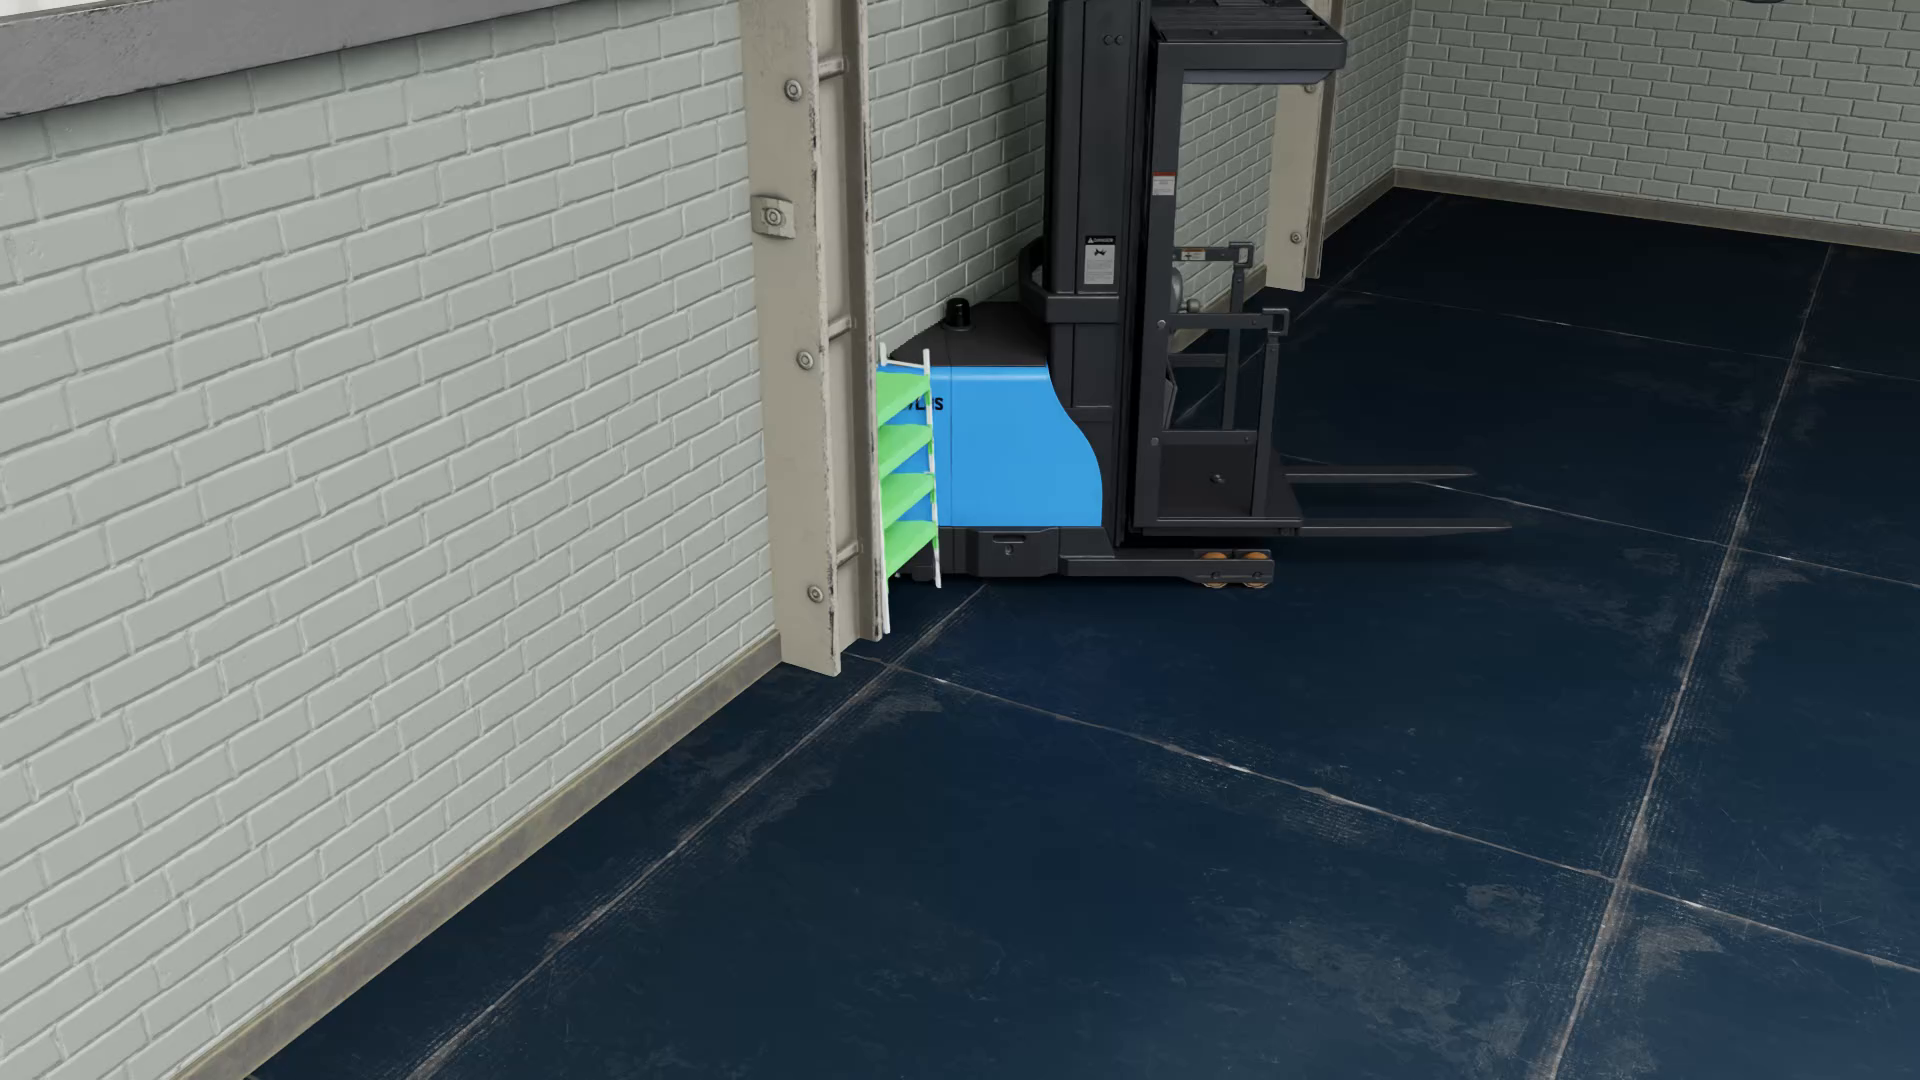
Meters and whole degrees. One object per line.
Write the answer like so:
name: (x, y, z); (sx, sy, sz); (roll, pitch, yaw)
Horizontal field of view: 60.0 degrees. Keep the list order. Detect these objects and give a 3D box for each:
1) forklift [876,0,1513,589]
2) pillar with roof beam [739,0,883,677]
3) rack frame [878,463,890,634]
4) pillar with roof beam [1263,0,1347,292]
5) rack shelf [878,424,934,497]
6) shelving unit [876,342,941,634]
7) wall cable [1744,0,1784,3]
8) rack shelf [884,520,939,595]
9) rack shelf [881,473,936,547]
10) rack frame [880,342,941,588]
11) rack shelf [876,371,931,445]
forklift: (1.107, -1.323, 7.619); (3.031, 2.935, 1.130); (0, 27, 0)
pillar with roof beam: (3.176, -2.604, 3.398); (9.100, 9.000, 0.400); (14, 30, 26)
rack frame: (-0.445, -0.114, 7.210); (0.240, 1.200, 0.015); (11, 30, 25)
pillar with roof beam: (6.128, -4.942, 8.070); (9.100, 9.000, 0.400); (14, 30, 26)
rack shelf: (-0.341, -0.373, 7.320); (0.258, 0.148, 0.480); (11, 30, 25)
shelving unit: (-0.334, -0.217, 7.401); (0.258, 1.200, 0.503); (11, 30, 25)
wall cable: (4.980, -5.358, 12.370); (3.097, 2.526, 0.112); (14, 30, 26)
rack shelf: (-0.322, 0.053, 7.539); (0.258, 0.148, 0.480); (11, 30, 25)
rack shelf: (-0.331, -0.160, 7.430); (0.258, 0.148, 0.480); (11, 30, 25)
rack frame: (-0.223, -0.320, 7.592); (0.240, 1.200, 0.015); (11, 30, 25)
rack shelf: (-0.350, -0.587, 7.211); (0.258, 0.148, 0.480); (11, 30, 25)
